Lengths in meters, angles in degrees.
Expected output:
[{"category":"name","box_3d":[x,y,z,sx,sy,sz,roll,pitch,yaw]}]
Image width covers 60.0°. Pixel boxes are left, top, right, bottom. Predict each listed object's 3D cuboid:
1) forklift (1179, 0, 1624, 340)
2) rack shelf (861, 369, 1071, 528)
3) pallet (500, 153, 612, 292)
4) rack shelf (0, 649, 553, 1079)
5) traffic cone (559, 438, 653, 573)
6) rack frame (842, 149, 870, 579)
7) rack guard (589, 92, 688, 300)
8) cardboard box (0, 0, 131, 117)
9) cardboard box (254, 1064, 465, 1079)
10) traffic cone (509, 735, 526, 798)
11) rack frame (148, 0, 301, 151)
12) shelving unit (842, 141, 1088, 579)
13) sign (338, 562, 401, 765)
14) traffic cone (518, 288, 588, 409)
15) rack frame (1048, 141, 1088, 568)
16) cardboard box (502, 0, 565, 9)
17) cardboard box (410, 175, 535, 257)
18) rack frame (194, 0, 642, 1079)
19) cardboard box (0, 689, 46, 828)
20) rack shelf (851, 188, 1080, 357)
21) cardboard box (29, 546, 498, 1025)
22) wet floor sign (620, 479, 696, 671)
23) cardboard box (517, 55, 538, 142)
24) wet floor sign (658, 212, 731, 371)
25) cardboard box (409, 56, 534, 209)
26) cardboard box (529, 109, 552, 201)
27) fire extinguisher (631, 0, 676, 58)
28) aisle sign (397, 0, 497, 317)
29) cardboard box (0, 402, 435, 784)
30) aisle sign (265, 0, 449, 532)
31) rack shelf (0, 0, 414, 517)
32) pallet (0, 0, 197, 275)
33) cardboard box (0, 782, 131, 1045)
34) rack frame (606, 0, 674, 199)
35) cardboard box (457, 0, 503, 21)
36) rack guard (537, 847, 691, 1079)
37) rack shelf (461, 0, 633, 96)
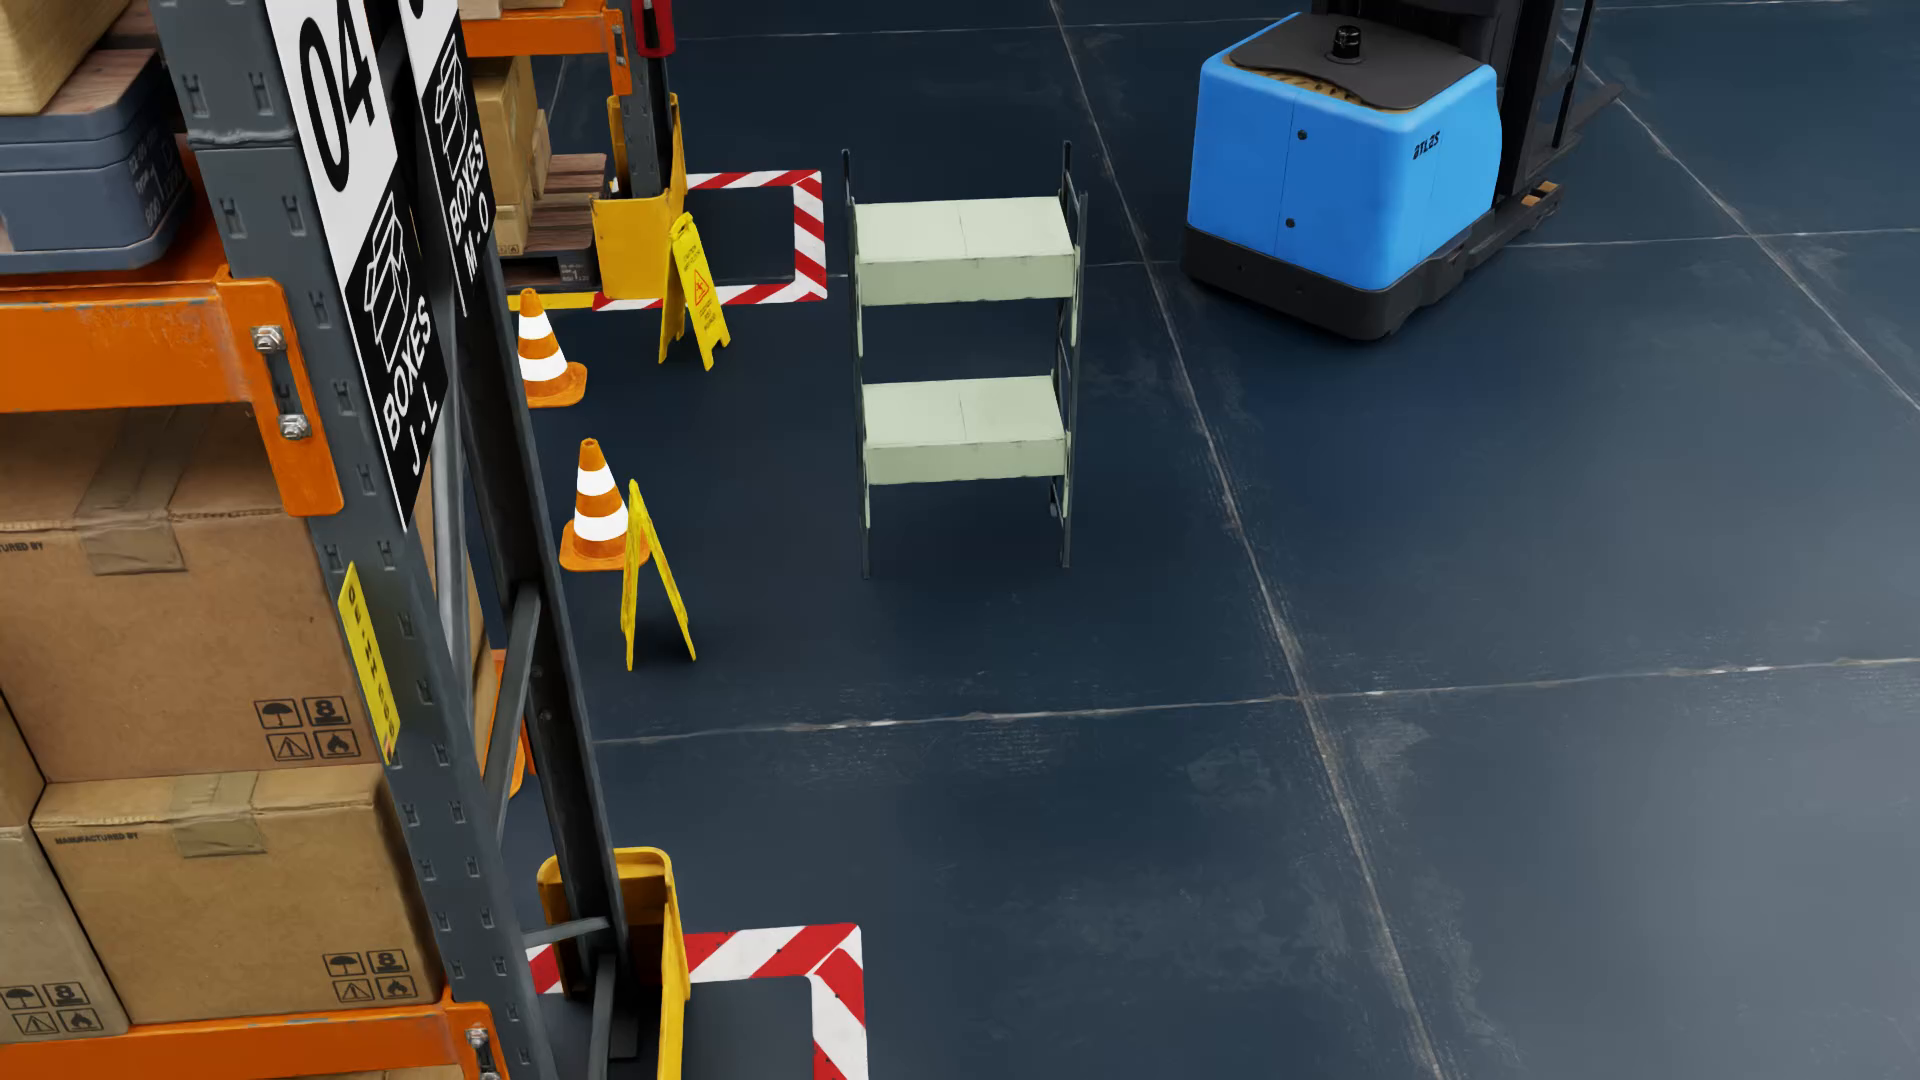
[{"category":"forklift","box_3d":[2.361,-2.859,7.507,1.130,2.935,3.031,28,46,31]},{"category":"rack shelf","box_3d":[0.007,-0.333,5.988,0.720,0.370,0.431,-3,38,-4]},{"category":"pallet","box_3d":[-2.335,-1.530,8.018,1.213,0.211,1.003,-3,38,-4]},{"category":"rack shelf","box_3d":[-2.900,0.790,3.408,4.000,0.370,1.077,-3,38,-4]},{"category":"traffic cone","box_3d":[-1.324,-0.170,6.091,0.334,0.463,0.336,-3,38,-4]},{"category":"rack frame","box_3d":[-0.358,-0.569,5.760,0.023,1.500,0.400,-3,38,-4]},{"category":"rack guard","box_3d":[-1.523,-1.666,7.957,0.348,0.500,1.175,-3,38,-4]},{"category":"cardboard box","box_3d":[-1.209,-0.658,2.024,0.250,0.149,0.380,-3,38,-4]},{"category":"cardboard box","box_3d":[-1.578,1.145,3.754,0.875,0.875,0.875,-3,38,-4]},{"category":"traffic cone","box_3d":[-1.563,0.546,5.184,0.334,0.463,0.336,-3,38,-4]},{"category":"rack frame","box_3d":[-0.908,-1.958,1.466,0.127,3.000,1.000,-3,38,-4]},{"category":"shelving unit","box_3d":[0.007,-0.589,5.786,0.755,1.500,0.431,-3,38,-4]},{"category":"sign","box_3d":[-0.874,0.185,2.467,0.005,0.325,0.100,-3,38,-4]},{"category":"traffic cone","box_3d":[-1.761,-0.836,6.936,0.334,0.463,0.336,-3,38,-4]},{"category":"rack frame","box_3d":[0.371,-0.609,5.811,0.023,1.500,0.400,-3,38,-4]},{"category":"cardboard box","box_3d":[-1.801,-2.400,7.073,0.250,0.149,0.380,-2,38,-2]},{"category":"cardboard box","box_3d":[-2.252,-1.525,7.642,0.500,0.250,0.500,-3,38,-4]},{"category":"rack frame","box_3d":[-0.908,0.397,3.325,0.127,3.000,1.000,-3,38,-4]},{"category":"cardboard box","box_3d":[-1.821,-0.002,2.838,0.550,0.550,0.875,-3,38,-4]},{"category":"rack shelf","box_3d":[0.007,-0.896,5.544,0.720,0.370,0.431,-3,38,-4]},{"category":"cardboard box","box_3d":[-1.274,0.387,3.217,0.550,0.550,0.875,-3,38,-4]},{"category":"wet floor sign","box_3d":[-1.055,0.098,5.604,0.232,0.644,0.267,-9,39,-12]},{"category":"cardboard box","box_3d":[-2.299,-2.156,7.836,0.500,0.500,0.500,-4,38,-5]},{"category":"wet floor sign","box_3d":[-1.163,-1.077,7.094,0.232,0.644,0.267,9,39,12]},{"category":"cardboard box","box_3d":[-2.222,-1.826,7.418,0.500,0.500,0.500,-3,38,-4]},{"category":"cardboard box","box_3d":[-2.275,-1.863,8.070,0.500,0.250,0.500,-3,38,-4]},{"category":"fire extinguisher","box_3d":[-1.292,-2.343,6.860,0.183,0.674,0.296,-3,38,-4]},{"category":"aisle sign","box_3d":[-0.864,-0.812,2.759,0.004,0.787,0.394,-3,38,-4]},{"category":"cardboard box","box_3d":[-1.281,-0.089,2.948,0.550,0.550,0.875,-3,38,-4]},{"category":"aisle sign","box_3d":[-0.811,-0.442,2.290,0.004,0.787,0.394,-3,38,-4]},{"category":"rack shelf","box_3d":[-2.900,-0.388,2.479,4.000,0.370,1.077,-3,38,-4]},{"category":"pallet","box_3d":[-1.646,-0.698,2.363,1.213,0.211,1.003,-3,38,-4]},{"category":"cardboard box","box_3d":[-1.820,0.430,3.162,0.550,0.550,0.875,-3,38,-4]},{"category":"rack frame","box_3d":[-1.447,-2.651,7.188,0.127,3.000,1.000,-3,38,-4]},{"category":"cardboard box","box_3d":[-2.043,-2.318,6.969,0.250,0.149,0.380,-4,38,-5]},{"category":"rack guard","box_3d":[-0.884,1.377,4.101,0.348,0.500,1.175,-3,38,-4]},{"category":"rack shelf","box_3d":[-3.439,-2.259,7.272,4.000,0.370,1.077,-3,38,-4]}]
